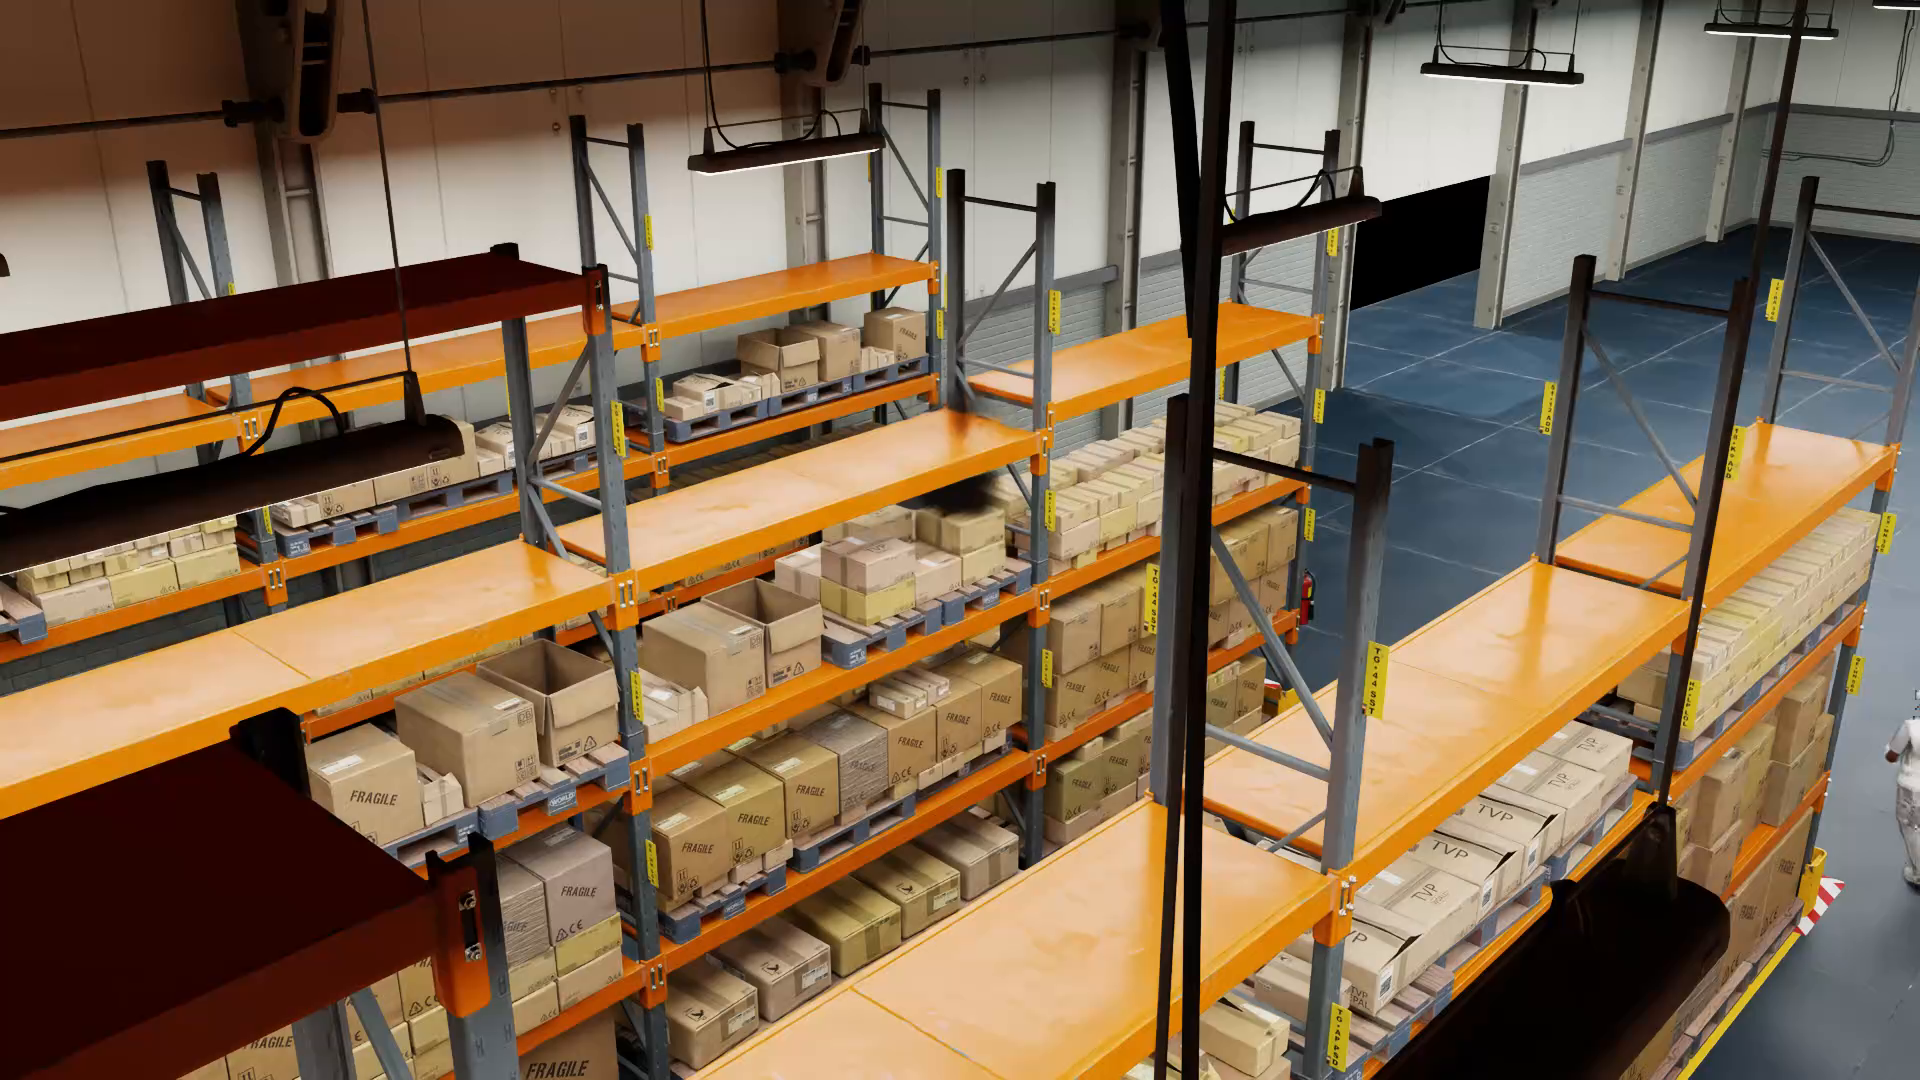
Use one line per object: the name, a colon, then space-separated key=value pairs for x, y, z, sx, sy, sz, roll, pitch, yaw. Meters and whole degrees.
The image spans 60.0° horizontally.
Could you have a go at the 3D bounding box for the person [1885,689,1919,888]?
person: x=8.235 y=2.093 z=14.248 sx=0.674 sy=1.753 sz=0.780 roll=-1 pitch=21 yaw=-2
